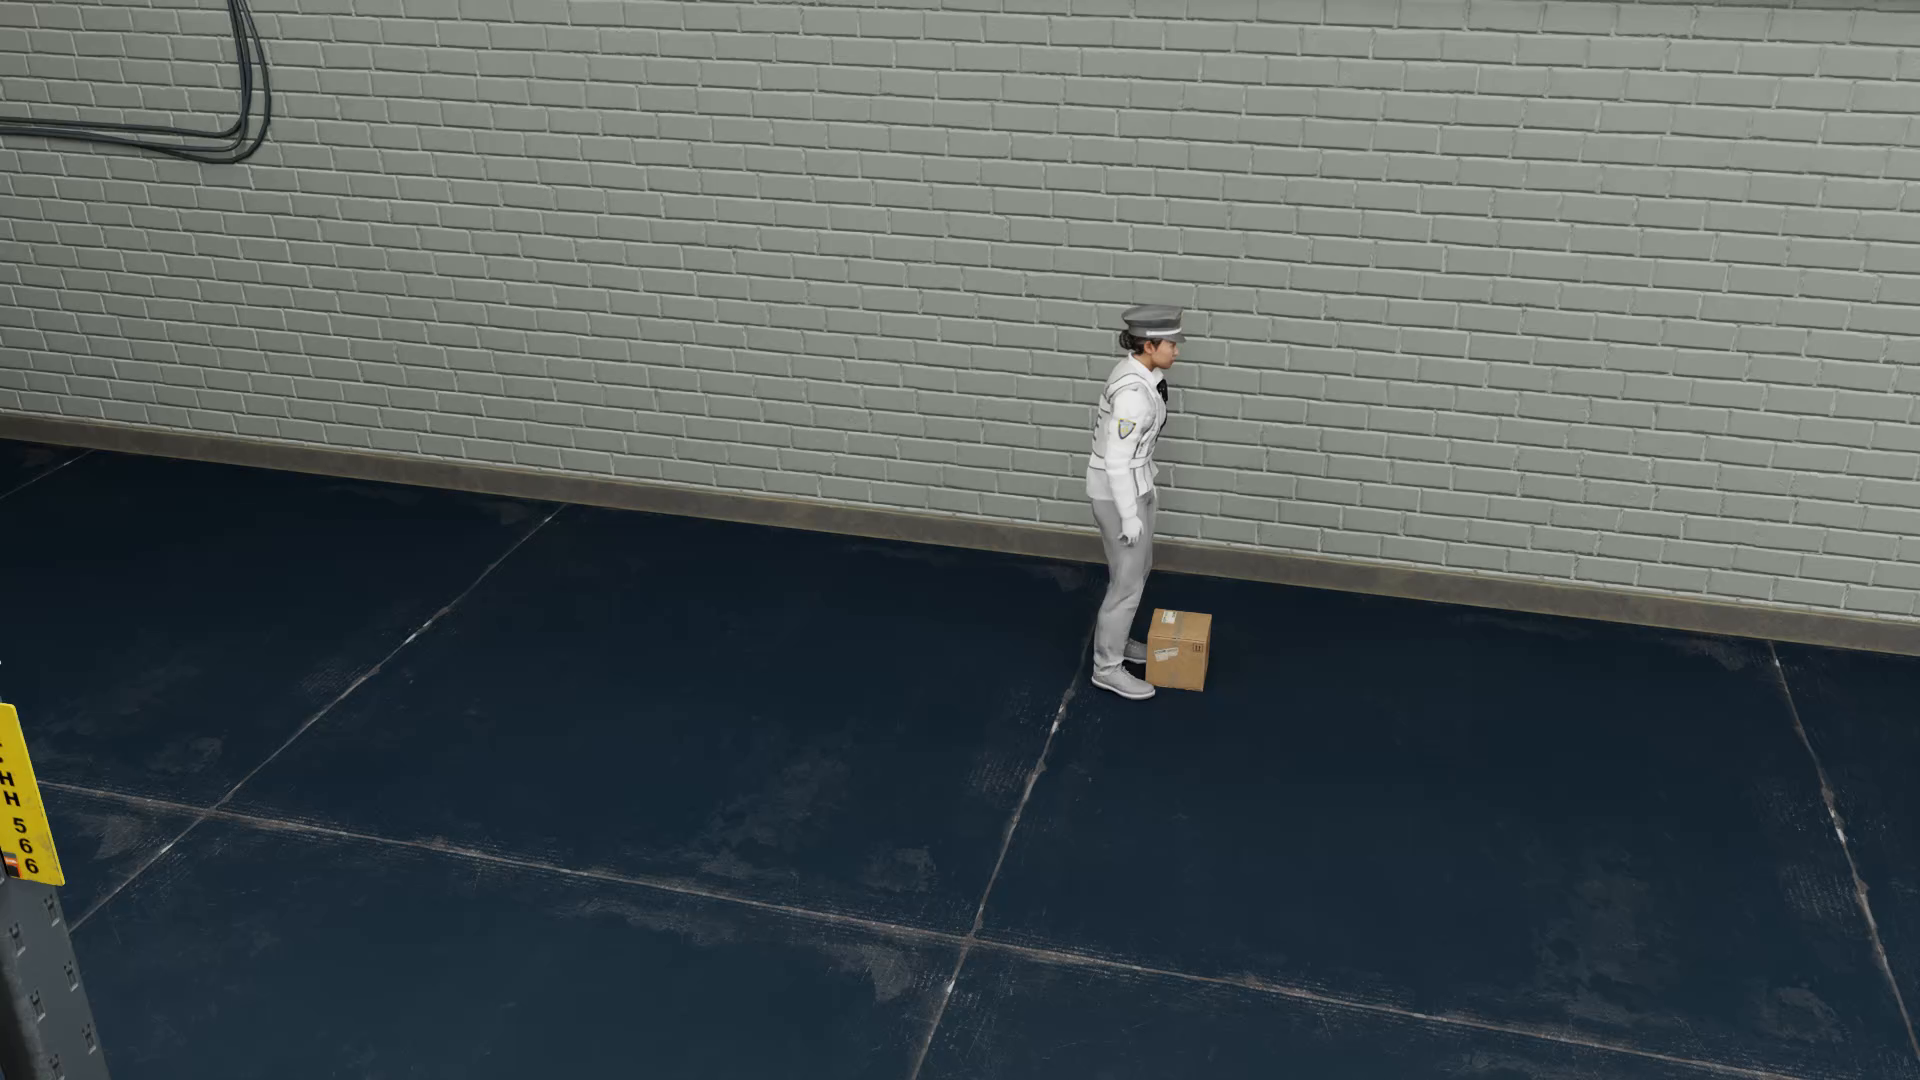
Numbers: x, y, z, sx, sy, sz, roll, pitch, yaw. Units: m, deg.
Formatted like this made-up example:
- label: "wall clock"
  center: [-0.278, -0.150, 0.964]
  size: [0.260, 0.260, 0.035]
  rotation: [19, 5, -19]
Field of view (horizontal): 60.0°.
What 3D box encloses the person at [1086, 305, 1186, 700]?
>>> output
- label: "person"
  center: [0.720, -0.181, 6.985]
  size: [0.374, 1.664, 0.528]
  rotation: [6, 26, 13]
